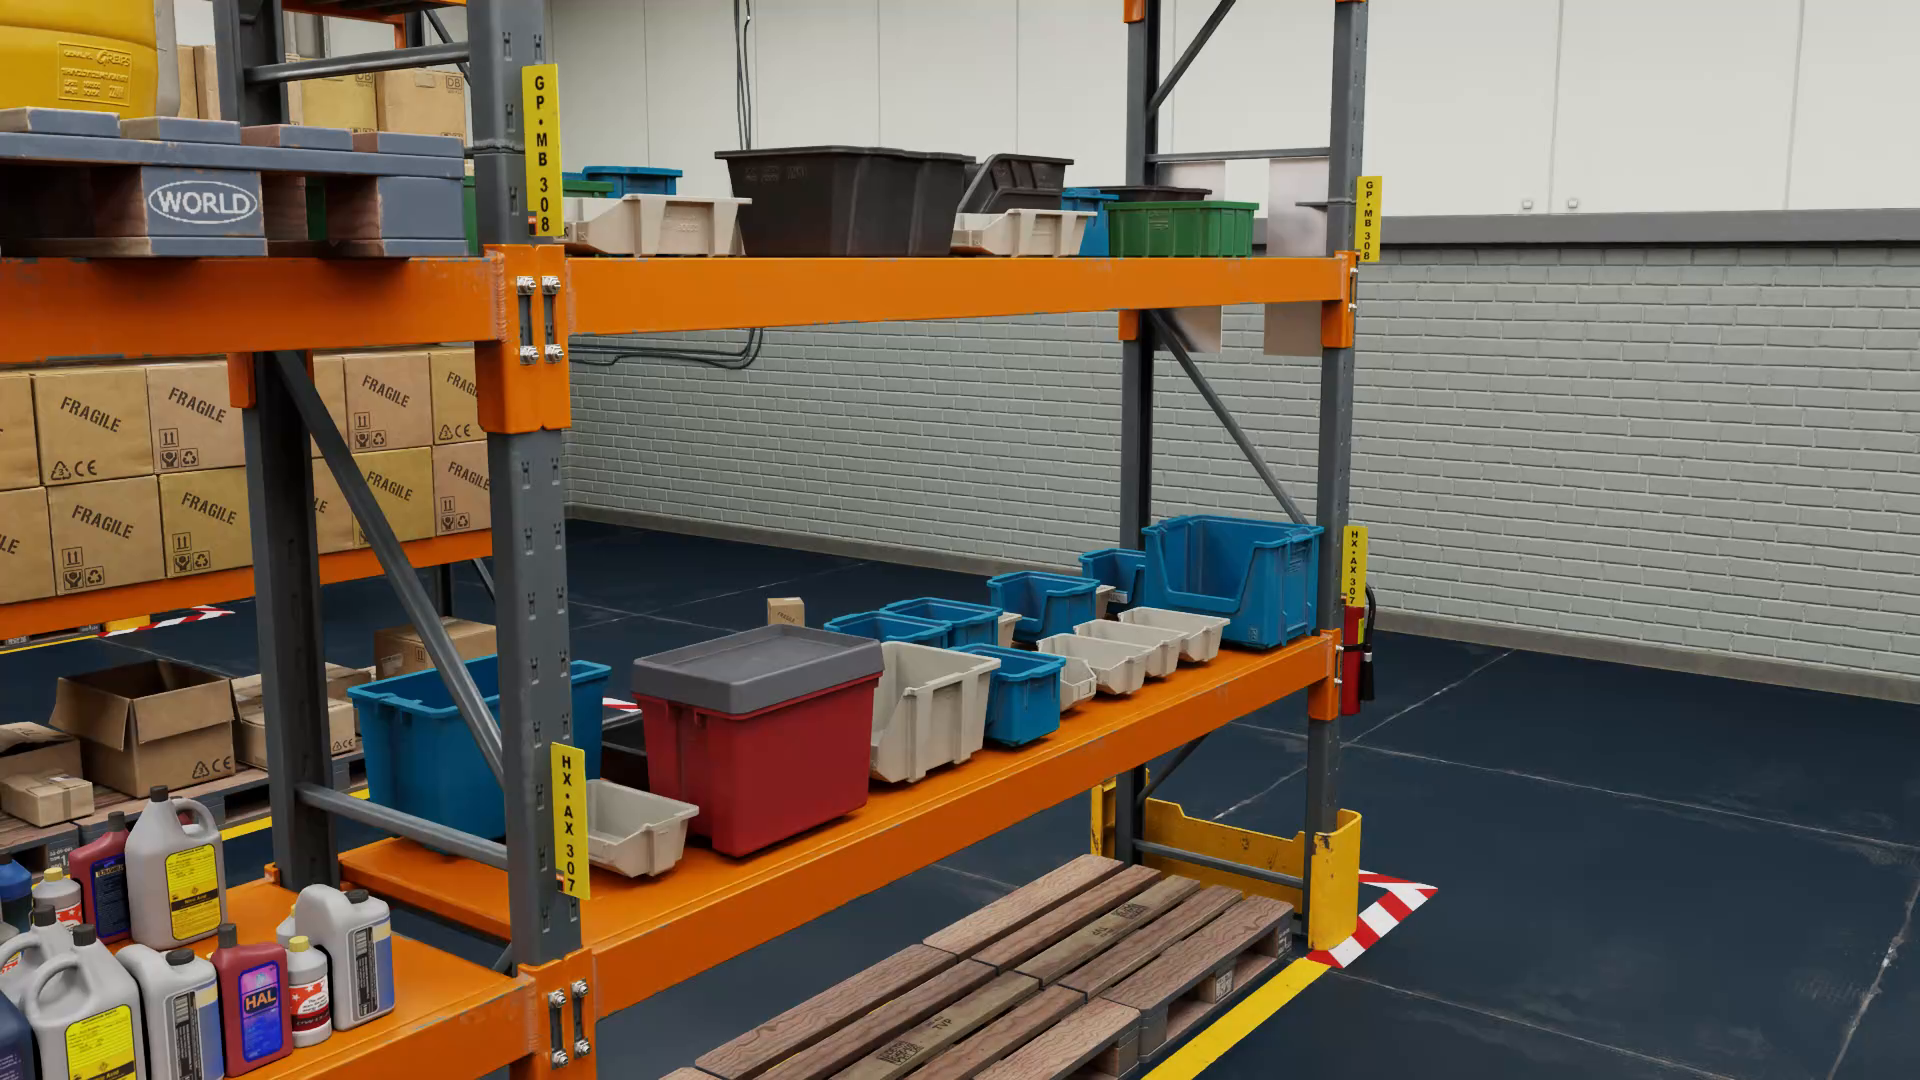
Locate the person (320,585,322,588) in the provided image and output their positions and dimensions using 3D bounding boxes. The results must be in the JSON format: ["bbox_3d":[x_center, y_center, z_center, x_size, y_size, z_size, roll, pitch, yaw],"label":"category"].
[{"bbox_3d":[-5.248,-0.302,13.085,0.559,1.775,0.619,3,10,15],"label":"person"}]
